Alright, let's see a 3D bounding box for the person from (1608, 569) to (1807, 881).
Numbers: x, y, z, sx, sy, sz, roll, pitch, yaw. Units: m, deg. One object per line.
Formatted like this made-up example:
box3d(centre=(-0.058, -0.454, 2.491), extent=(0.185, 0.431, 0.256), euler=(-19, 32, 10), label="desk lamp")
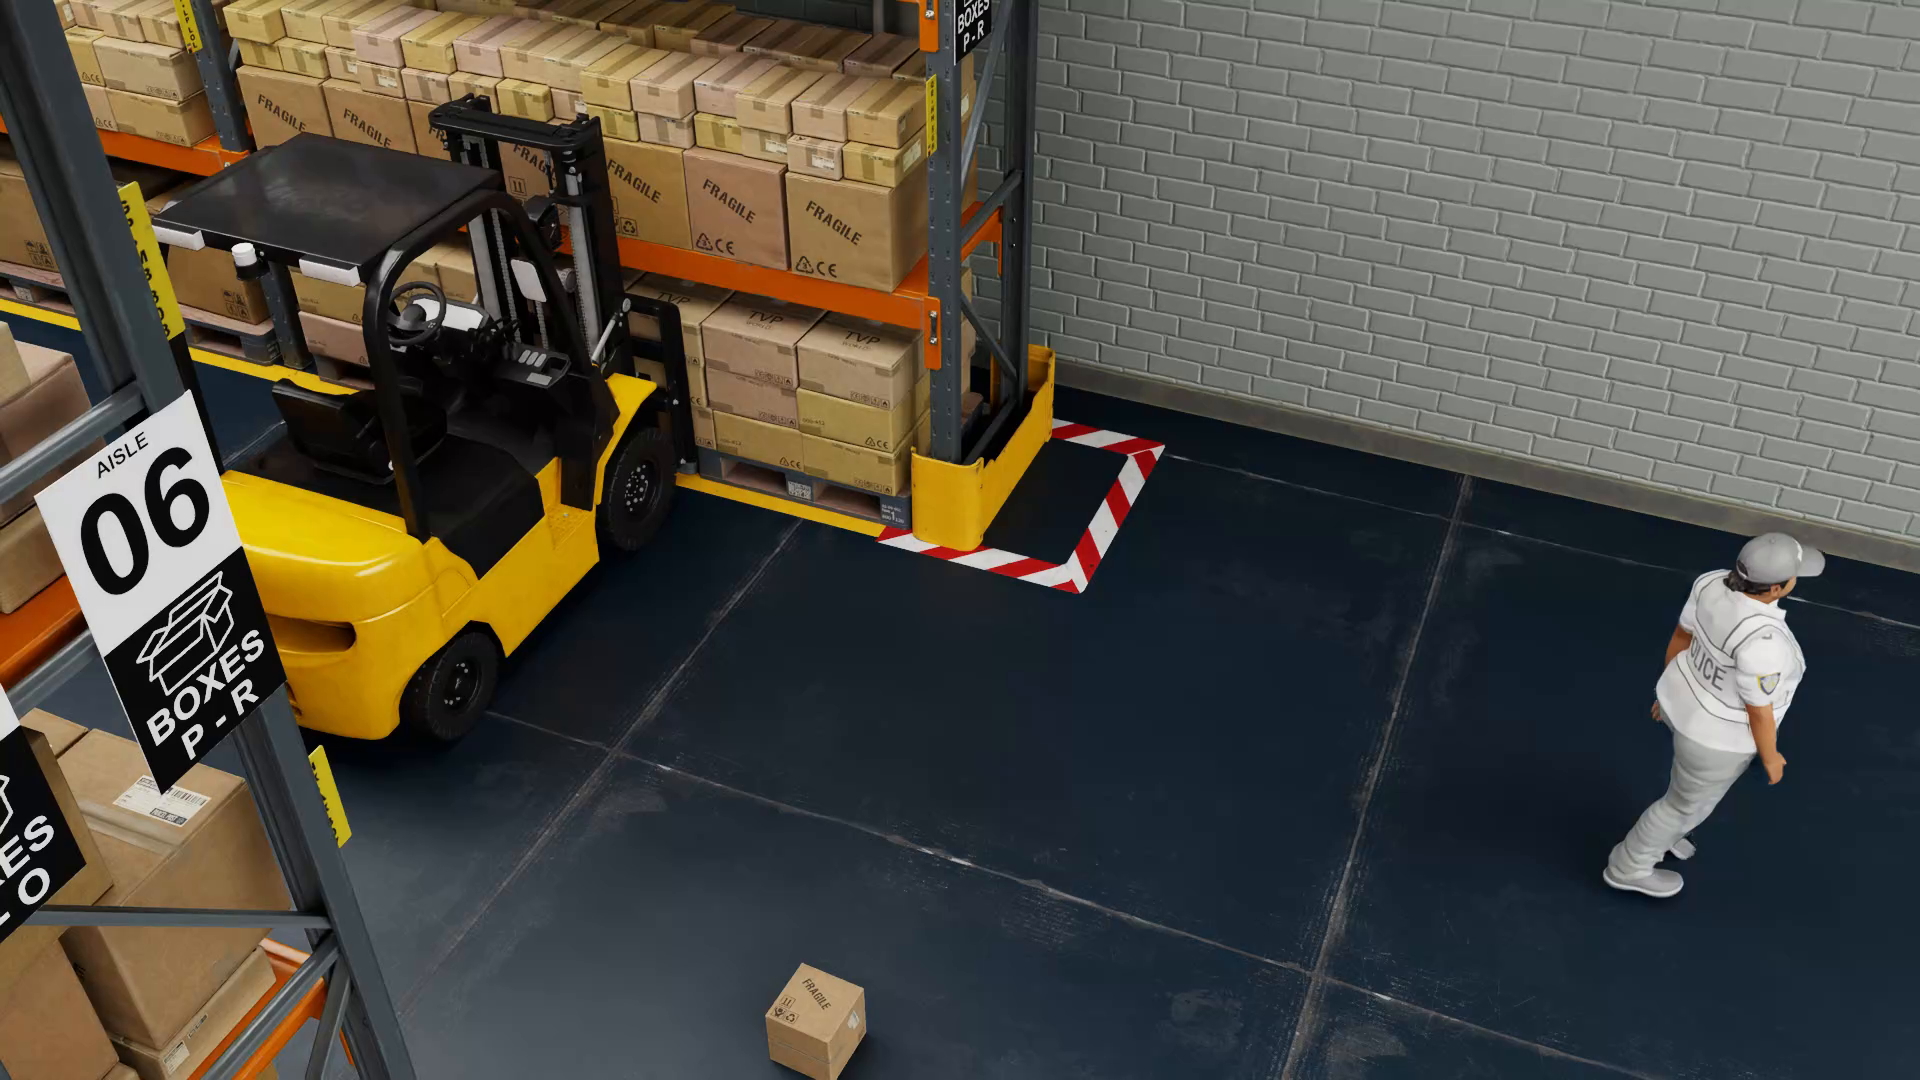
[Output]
box3d(centre=(2.730, 0.706, 5.993), extent=(0.492, 1.345, 0.445), euler=(-1, 38, -1), label="person")
